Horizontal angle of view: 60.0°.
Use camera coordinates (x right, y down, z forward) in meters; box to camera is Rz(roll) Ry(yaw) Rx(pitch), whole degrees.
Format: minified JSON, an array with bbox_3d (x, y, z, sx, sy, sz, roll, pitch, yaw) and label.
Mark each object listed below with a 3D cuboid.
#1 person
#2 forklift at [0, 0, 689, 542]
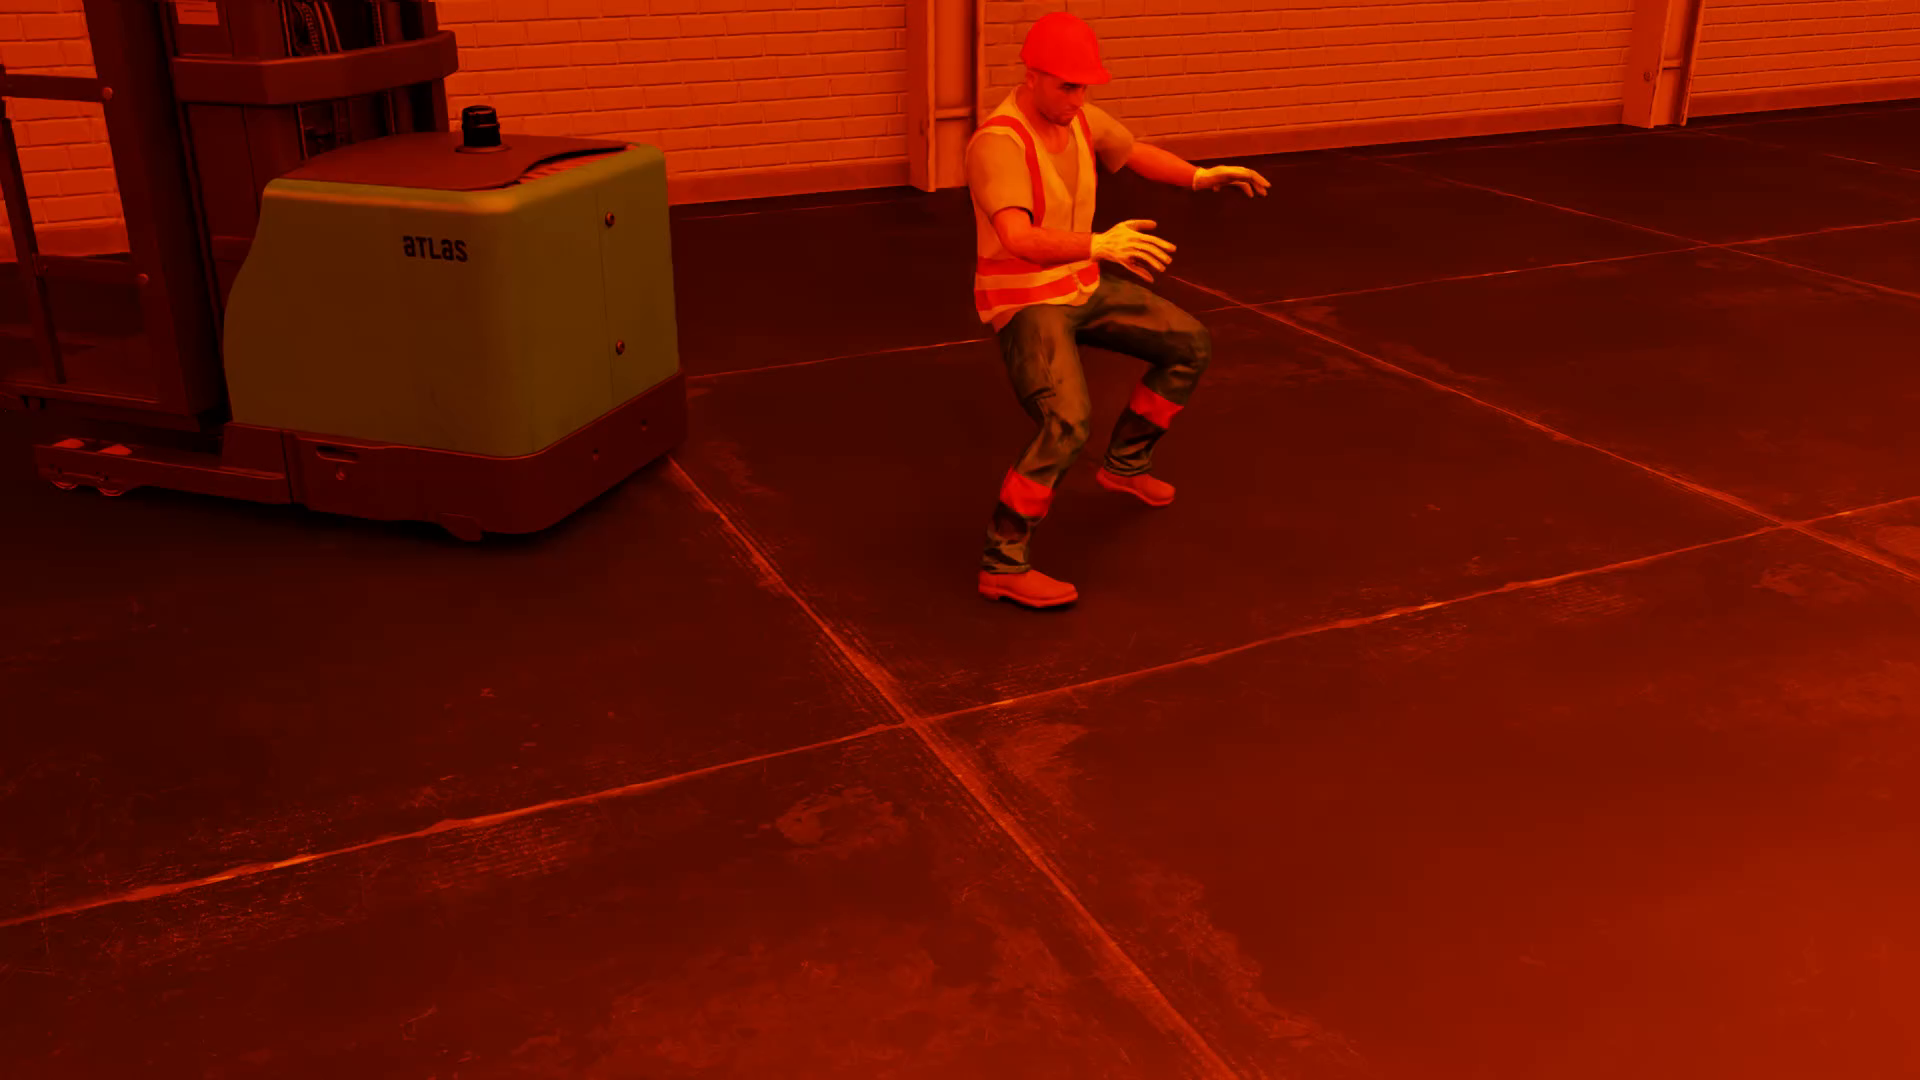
[{"bbox_3d":[0.404,-0.698,4.763,0.771,1.559,1.018,18,29,37],"label":"person"},{"bbox_3d":[-2.519,-1.676,5.320,3.031,2.935,1.130,8,24,18],"label":"forklift"}]
